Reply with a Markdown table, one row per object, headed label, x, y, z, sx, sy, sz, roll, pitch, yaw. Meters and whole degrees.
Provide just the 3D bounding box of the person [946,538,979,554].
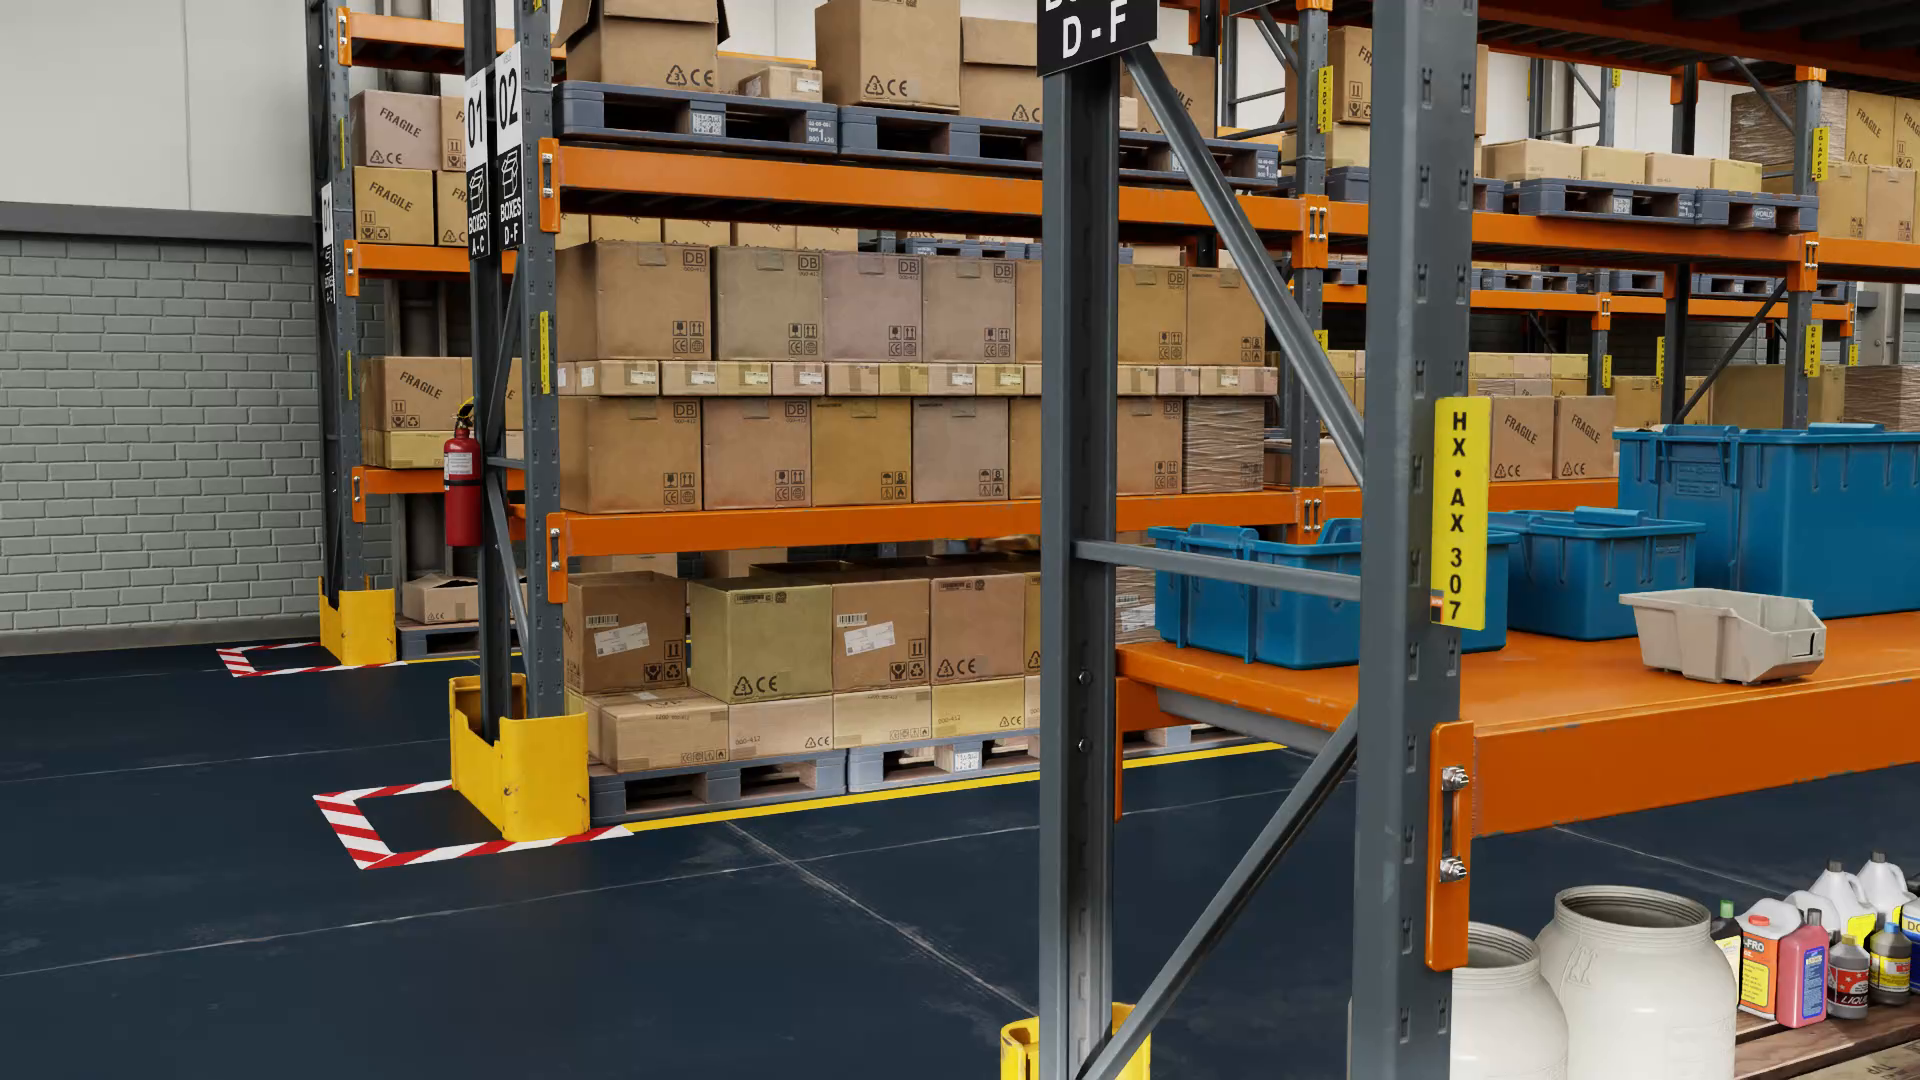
| label | x | y | z | sx | sy | sz | roll | pitch | yaw |
| --- | --- | --- | --- | --- | --- | --- | --- | --- | --- |
| person | 0.188 | 0.059 | 10.560 | 0.483 | 1.657 | 0.693 | -3 | 6 | -30 |
